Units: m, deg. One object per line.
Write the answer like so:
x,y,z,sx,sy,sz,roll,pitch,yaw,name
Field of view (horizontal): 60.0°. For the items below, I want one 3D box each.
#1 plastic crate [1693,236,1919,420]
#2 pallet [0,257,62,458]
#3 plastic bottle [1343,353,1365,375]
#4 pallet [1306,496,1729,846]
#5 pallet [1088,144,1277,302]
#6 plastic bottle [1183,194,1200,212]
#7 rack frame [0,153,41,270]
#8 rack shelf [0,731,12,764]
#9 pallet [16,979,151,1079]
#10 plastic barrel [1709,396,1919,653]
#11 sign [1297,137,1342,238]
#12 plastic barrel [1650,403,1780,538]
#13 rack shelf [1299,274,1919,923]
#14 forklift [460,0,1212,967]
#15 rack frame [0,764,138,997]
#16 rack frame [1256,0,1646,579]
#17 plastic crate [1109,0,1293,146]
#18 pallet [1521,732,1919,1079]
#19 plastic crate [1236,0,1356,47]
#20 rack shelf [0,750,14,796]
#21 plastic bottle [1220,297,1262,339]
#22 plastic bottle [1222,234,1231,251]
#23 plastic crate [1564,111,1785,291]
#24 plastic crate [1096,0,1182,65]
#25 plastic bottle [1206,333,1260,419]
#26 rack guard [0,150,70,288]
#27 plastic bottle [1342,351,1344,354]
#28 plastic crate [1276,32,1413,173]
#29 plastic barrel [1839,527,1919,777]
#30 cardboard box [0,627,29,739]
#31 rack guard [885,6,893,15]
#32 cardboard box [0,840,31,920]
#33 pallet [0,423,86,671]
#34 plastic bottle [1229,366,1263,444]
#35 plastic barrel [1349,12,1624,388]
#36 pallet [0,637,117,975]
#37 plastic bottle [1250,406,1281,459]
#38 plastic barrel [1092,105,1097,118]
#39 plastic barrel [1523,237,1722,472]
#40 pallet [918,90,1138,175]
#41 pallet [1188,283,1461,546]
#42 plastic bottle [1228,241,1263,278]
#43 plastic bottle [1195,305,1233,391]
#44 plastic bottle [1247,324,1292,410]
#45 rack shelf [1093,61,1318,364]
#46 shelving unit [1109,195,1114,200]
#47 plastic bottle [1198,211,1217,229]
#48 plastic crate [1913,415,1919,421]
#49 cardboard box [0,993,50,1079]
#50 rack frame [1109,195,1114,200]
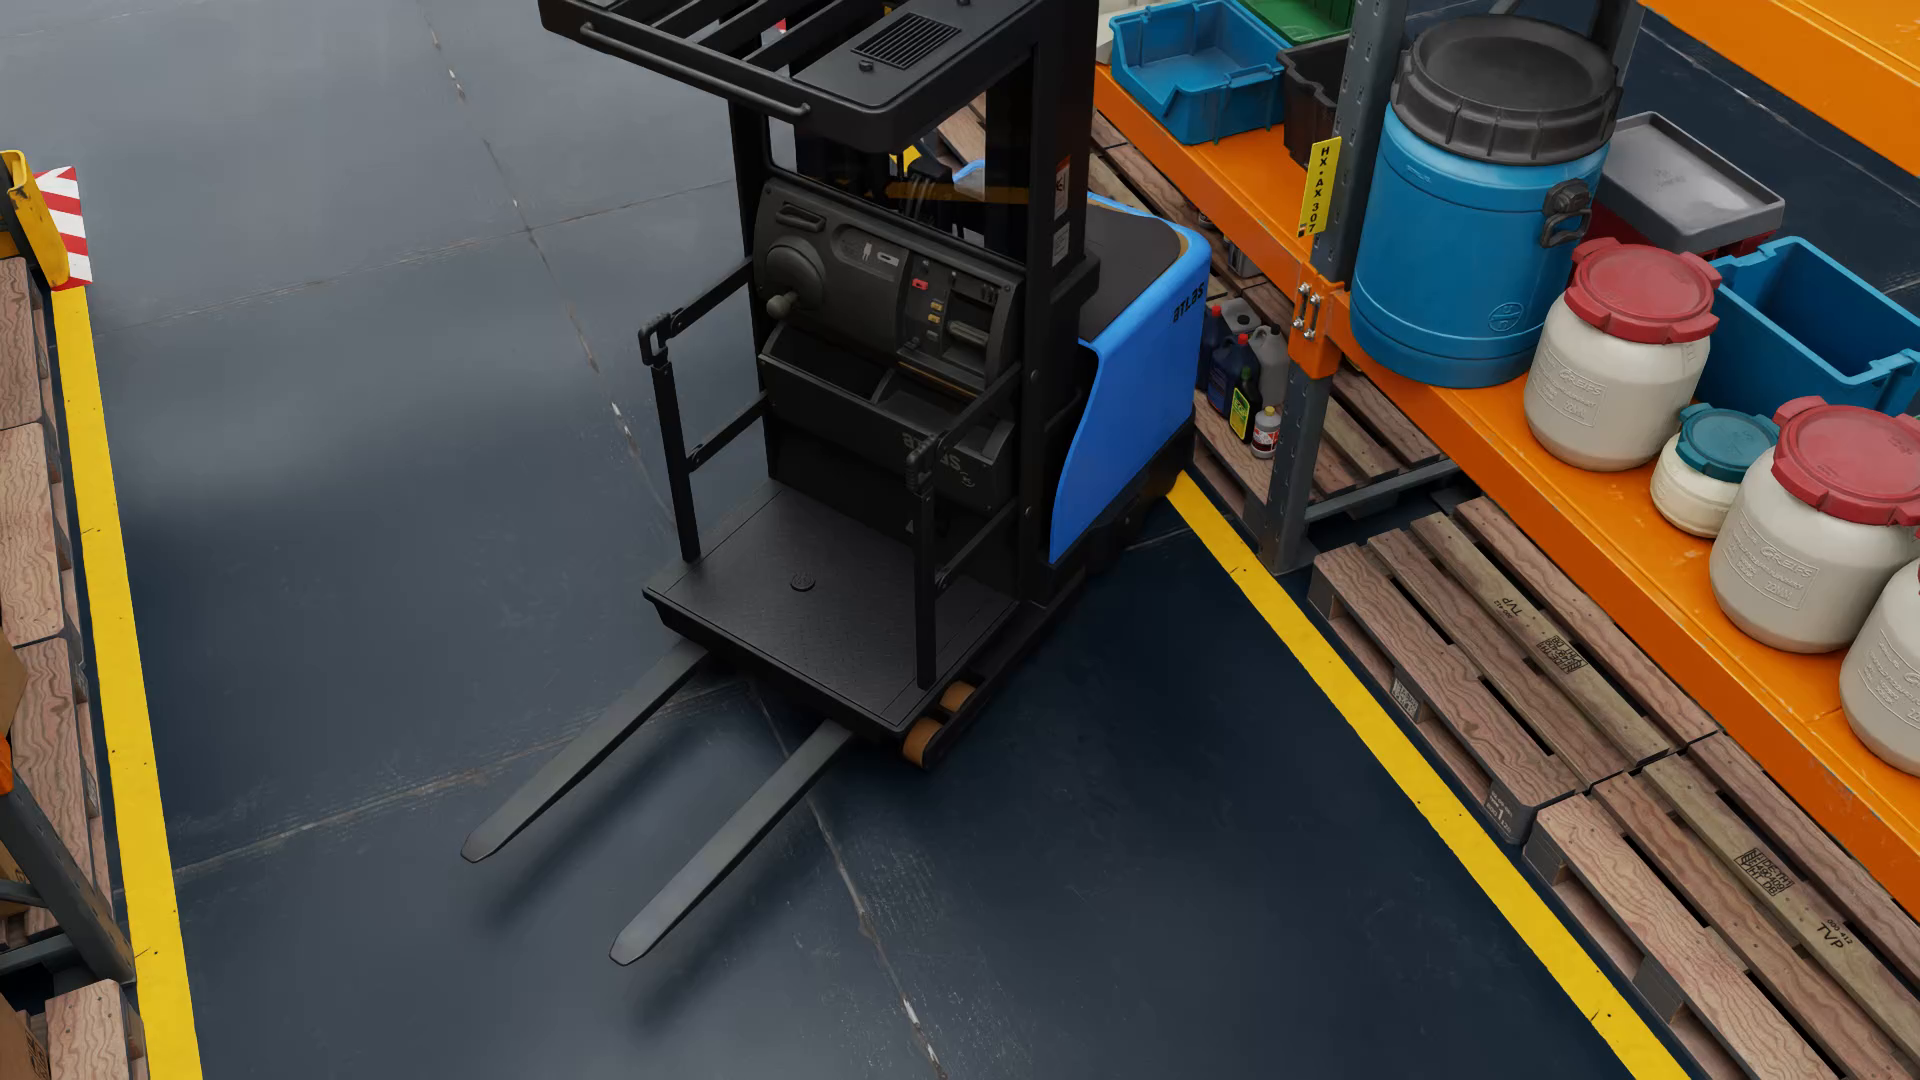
2.326,-0.495,4.627,0.392,0.384,0.575,-18,47,-17,plastic crate
-4.254,-0.629,6.737,1.003,0.211,1.213,-18,47,-17,pallet
1.587,-0.800,6.546,0.061,0.283,0.133,-18,47,-17,plastic bottle
1.945,0.370,5.725,1.003,0.211,1.213,-18,47,-17,pallet
0.819,-1.338,7.456,1.003,0.211,1.213,-18,47,-17,pallet
1.053,-1.609,7.366,0.061,0.283,0.133,-18,47,-17,plastic bottle
-4.596,-2.198,6.342,1.000,3.000,0.127,-18,47,-17,rack frame
-3.755,-0.667,5.303,1.077,0.370,4.000,-18,47,-17,rack shelf
-2.585,1.839,4.235,1.003,0.211,1.213,-18,47,-17,pallet
2.092,-0.018,4.036,0.433,0.535,0.433,0,45,0,plastic barrel
1.076,-1.055,4.986,0.100,0.325,0.005,-18,47,-17,sign
1.997,-0.174,4.389,0.301,0.262,0.301,0,45,0,plastic barrel
2.421,0.419,4.202,1.077,0.370,4.000,-18,47,-17,rack shelf
-0.359,-0.682,4.855,1.130,2.935,3.031,26,50,24,forklift
-2.914,0.351,3.758,1.000,3.000,0.127,-18,47,-17,rack frame
1.580,-1.112,5.241,1.000,3.000,0.127,-18,47,-17,rack frame
0.868,-1.684,5.927,0.499,0.251,0.616,-18,47,-17,plastic crate
2.462,1.149,4.936,1.003,0.211,1.213,-18,47,-17,pallet
1.265,-1.985,6.276,0.450,0.188,0.662,-18,47,-17,plastic crate
-2.073,1.882,2.719,1.077,0.370,4.000,-18,47,-17,rack shelf
1.091,-0.806,6.557,0.152,0.276,0.135,-18,47,-17,plastic bottle
1.190,-1.355,7.167,0.097,0.201,0.097,0,45,0,plastic bottle
2.061,-0.916,4.997,0.402,0.464,0.583,-18,47,-17,plastic crate
0.667,-1.978,6.306,0.530,0.136,0.437,-18,47,-17,plastic crate
1.048,-0.651,6.346,0.144,0.351,0.185,-19,48,-18,plastic bottle
-4.564,-1.260,7.171,1.175,0.500,0.348,-18,47,-17,rack guard
1.486,-0.920,6.619,0.144,0.351,0.185,-18,47,-17,plastic bottle
1.475,-1.461,5.639,0.767,0.338,0.504,-18,47,-17,plastic crate
2.274,0.258,3.756,0.433,0.535,0.433,0,45,0,plastic barrel
-3.293,0.462,5.127,0.500,0.500,0.500,-5,45,-5,cardboard box
-0.027,-2.736,8.667,1.175,0.500,0.348,-18,47,-17,rack guard
-3.046,0.825,4.759,0.500,0.500,0.500,-19,48,-19,cardboard box
-3.745,0.148,5.950,1.003,0.211,1.213,-18,47,-17,pallet
1.078,-0.510,6.252,0.061,0.283,0.133,-16,47,-15,plastic bottle
1.468,-0.954,4.725,0.600,0.901,0.708,-18,47,-17,plastic barrel
-3.228,0.926,5.161,1.003,0.211,1.213,-18,47,-17,pallet
1.145,-0.411,6.210,0.097,0.201,0.097,0,45,0,plastic bottle
0.455,-2.208,7.825,0.421,0.512,0.421,0,45,0,plastic barrel
1.783,-0.485,4.510,0.433,0.535,0.433,0,45,0,plastic barrel
0.309,-2.114,8.242,1.003,0.211,1.213,-18,47,-17,pallet
1.335,-0.559,6.667,1.003,0.211,1.213,-18,47,-17,pallet
1.235,-1.267,7.024,0.152,0.276,0.135,-18,47,-17,plastic bottle
0.967,-0.773,6.470,0.144,0.351,0.185,-20,48,-19,plastic bottle
1.178,-0.693,6.390,0.144,0.351,0.185,-18,47,-17,plastic bottle
0.739,-2.130,6.785,1.077,0.370,4.000,-18,47,-17,rack shelf
0.428,-0.966,6.587,0.258,0.900,0.210,26,51,24,shelving unit
1.102,-1.474,7.288,0.097,0.201,0.097,0,45,0,plastic bottle
2.568,-0.010,4.275,0.450,0.188,0.662,-18,47,-17,plastic crate
-2.675,1.482,4.079,0.700,0.500,0.500,-22,49,-20,cardboard box
0.486,-1.025,6.646,0.240,0.900,0.006,26,51,24,rack frame
